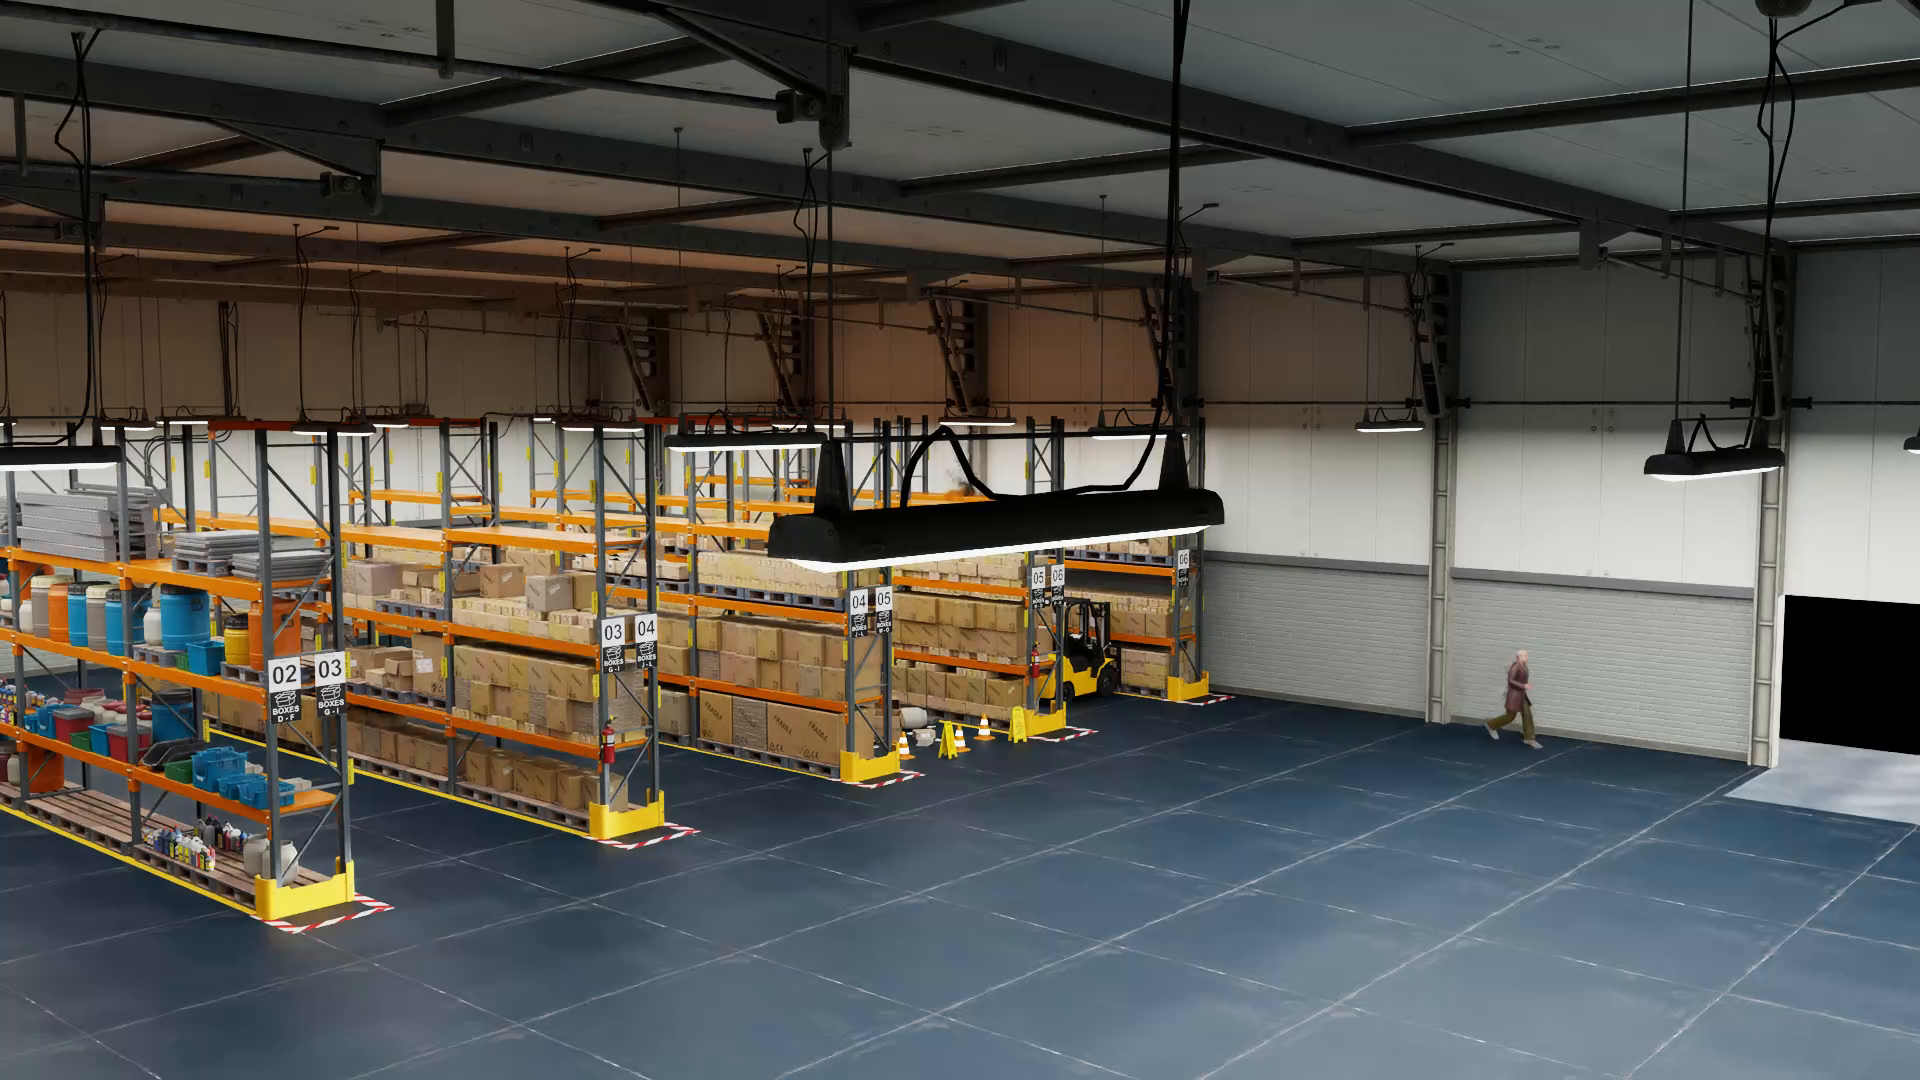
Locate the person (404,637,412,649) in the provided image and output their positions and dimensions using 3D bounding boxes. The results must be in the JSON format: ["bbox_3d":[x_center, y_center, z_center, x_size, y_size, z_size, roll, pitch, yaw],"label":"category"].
[{"bbox_3d":[-13.107,2.203,39.871,0.615,1.618,0.663,1,5,7],"label":"person"}]

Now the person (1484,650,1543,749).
[{"bbox_3d":[10.219,2.903,30.609,1.105,1.782,0.733,4,6,38],"label":"person"}]
